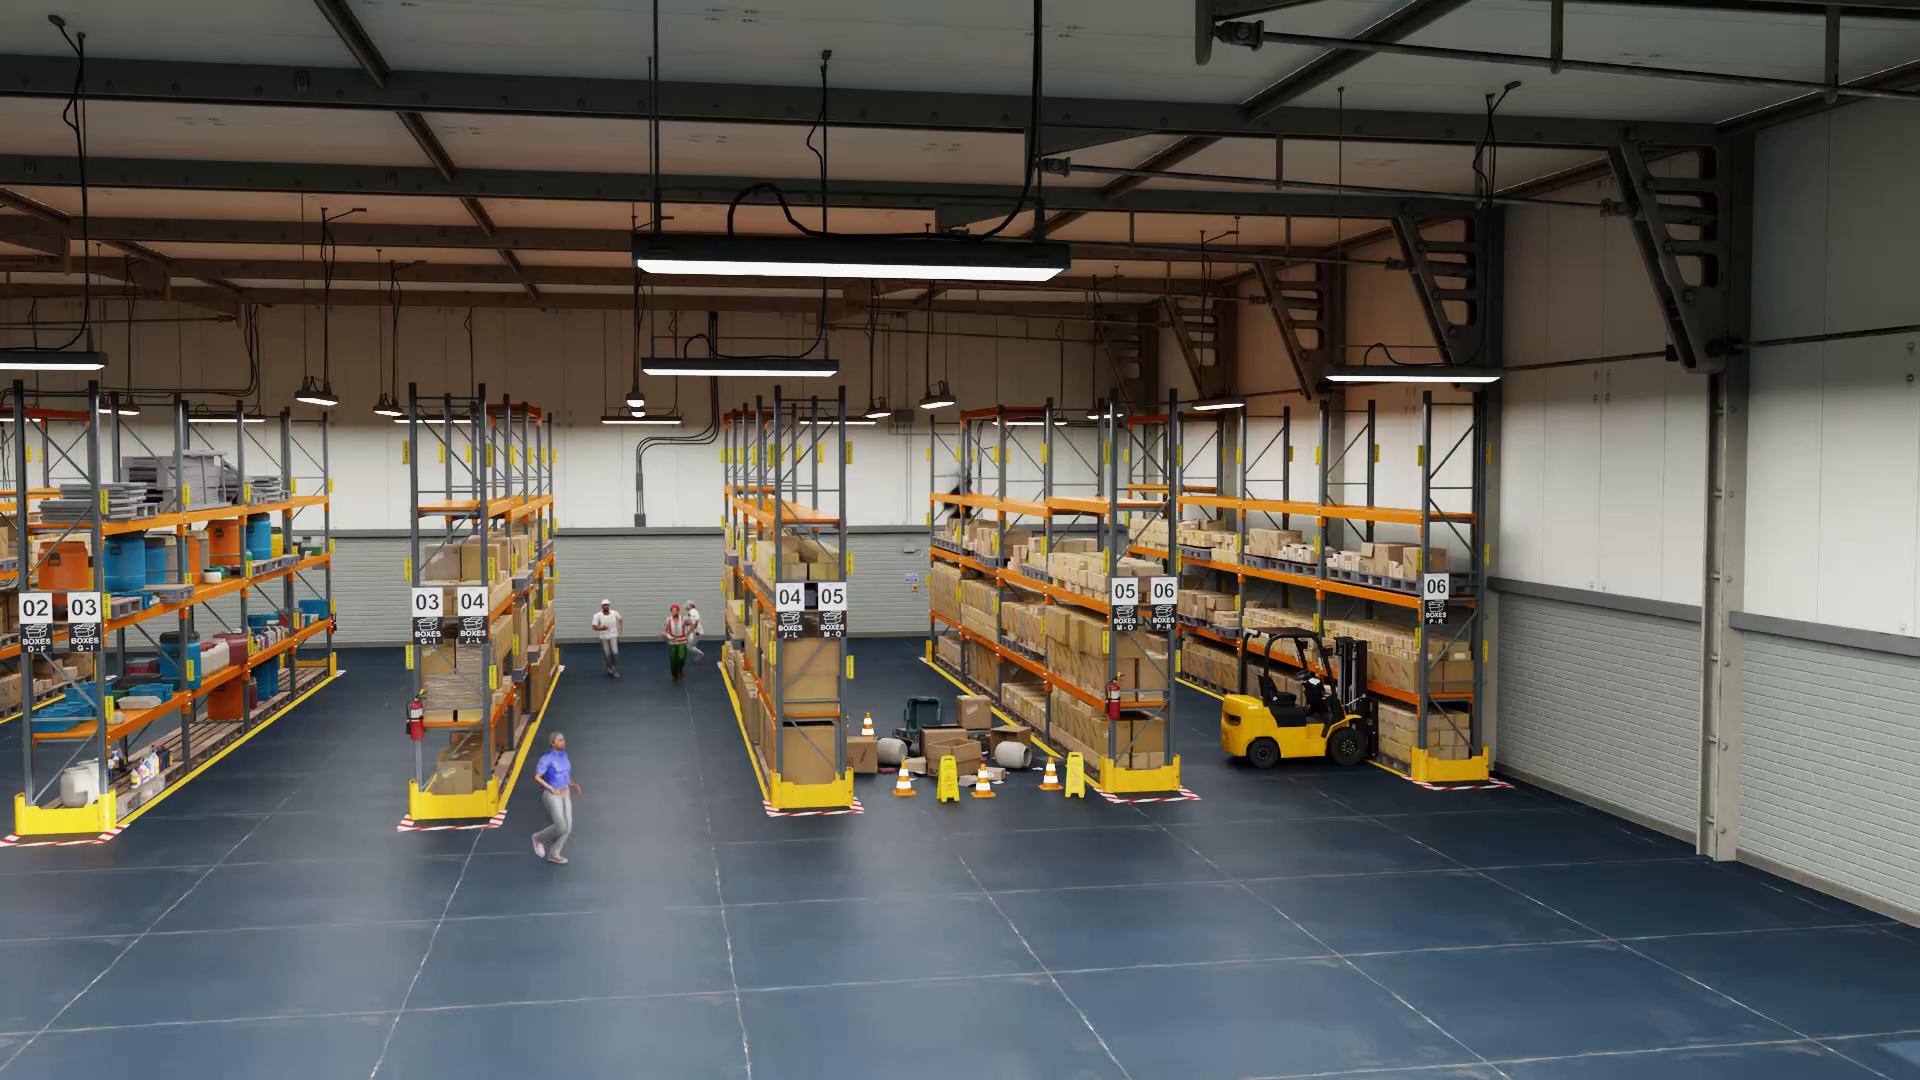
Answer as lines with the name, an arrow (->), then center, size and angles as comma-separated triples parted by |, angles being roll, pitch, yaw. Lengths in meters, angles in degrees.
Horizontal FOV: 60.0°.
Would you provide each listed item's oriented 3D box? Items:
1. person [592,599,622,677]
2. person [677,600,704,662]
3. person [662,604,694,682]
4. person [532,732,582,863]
person -> -13.313, -0.485, 19.927 | 20.671, 9.043, 31.525 | -1, 3, -16
person -> -6.508, 2.205, 40.167 | 0.630, 1.513, 0.754 | -2, 3, -34
person -> -6.179, 2.272, 36.414 | 0.685, 1.735, 0.777 | 0, 3, -6
person -> -4.969, 3.159, 20.455 | 0.549, 1.609, 0.556 | 1, 3, 24
